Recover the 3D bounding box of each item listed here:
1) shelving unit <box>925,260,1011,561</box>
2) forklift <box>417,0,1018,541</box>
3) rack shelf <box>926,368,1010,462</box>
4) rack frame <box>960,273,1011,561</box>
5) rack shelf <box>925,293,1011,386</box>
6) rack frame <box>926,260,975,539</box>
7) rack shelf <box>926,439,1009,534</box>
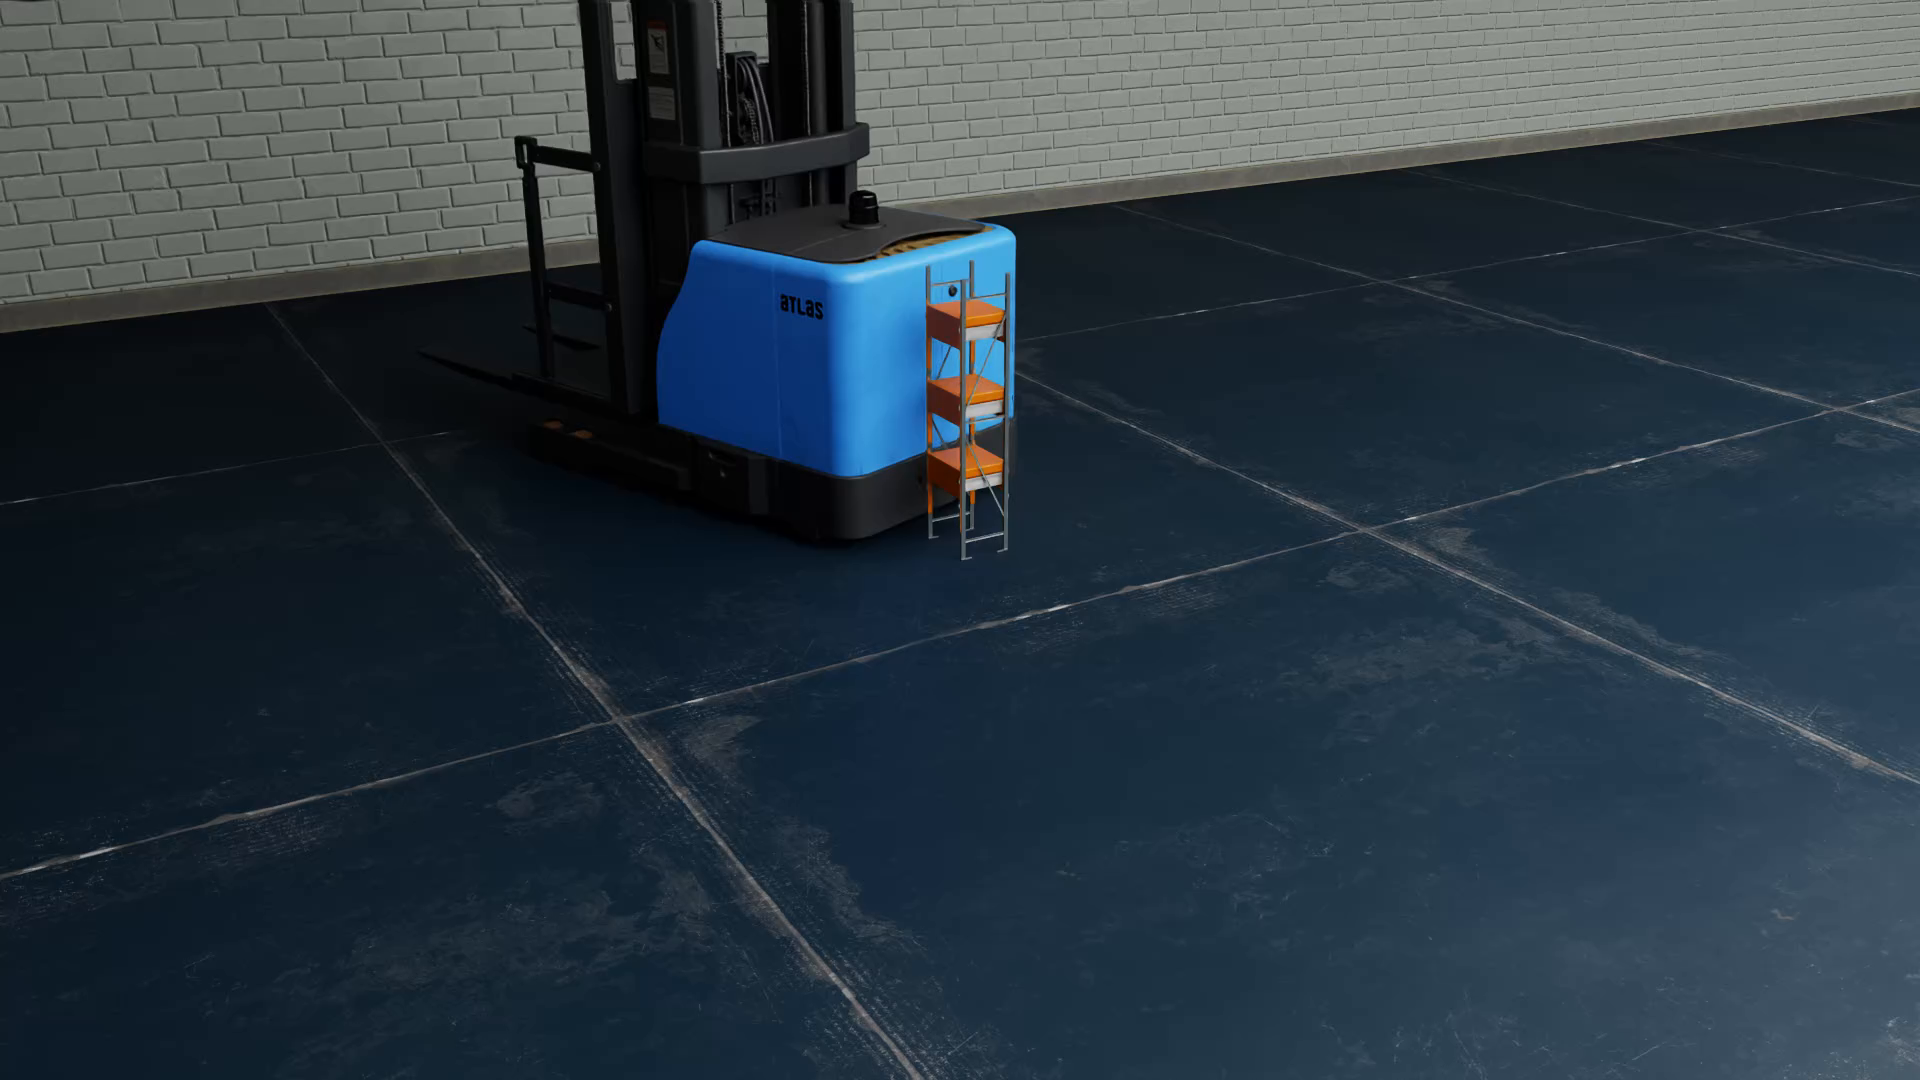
[{"bbox_3d":[0.027,-0.469,6.071,0.215,1.050,0.252,-13,25,-28],"label":"shelving unit"},{"bbox_3d":[-1.223,-1.793,6.829,3.031,2.935,1.130,17,28,36],"label":"forklift"},{"bbox_3d":[0.027,-0.459,6.075,0.215,0.259,0.240,-13,25,-28],"label":"rack shelf"},{"bbox_3d":[0.090,-0.430,5.974,0.200,1.050,0.008,-13,25,-28],"label":"rack frame"},{"bbox_3d":[0.027,-0.722,5.968,0.215,0.259,0.240,-13,25,-28],"label":"rack shelf"},{"bbox_3d":[-0.035,-0.509,6.168,0.200,1.050,0.008,-13,25,-28],"label":"rack frame"},{"bbox_3d":[0.027,-0.202,6.180,0.215,0.259,0.240,-13,25,-28],"label":"rack shelf"}]
